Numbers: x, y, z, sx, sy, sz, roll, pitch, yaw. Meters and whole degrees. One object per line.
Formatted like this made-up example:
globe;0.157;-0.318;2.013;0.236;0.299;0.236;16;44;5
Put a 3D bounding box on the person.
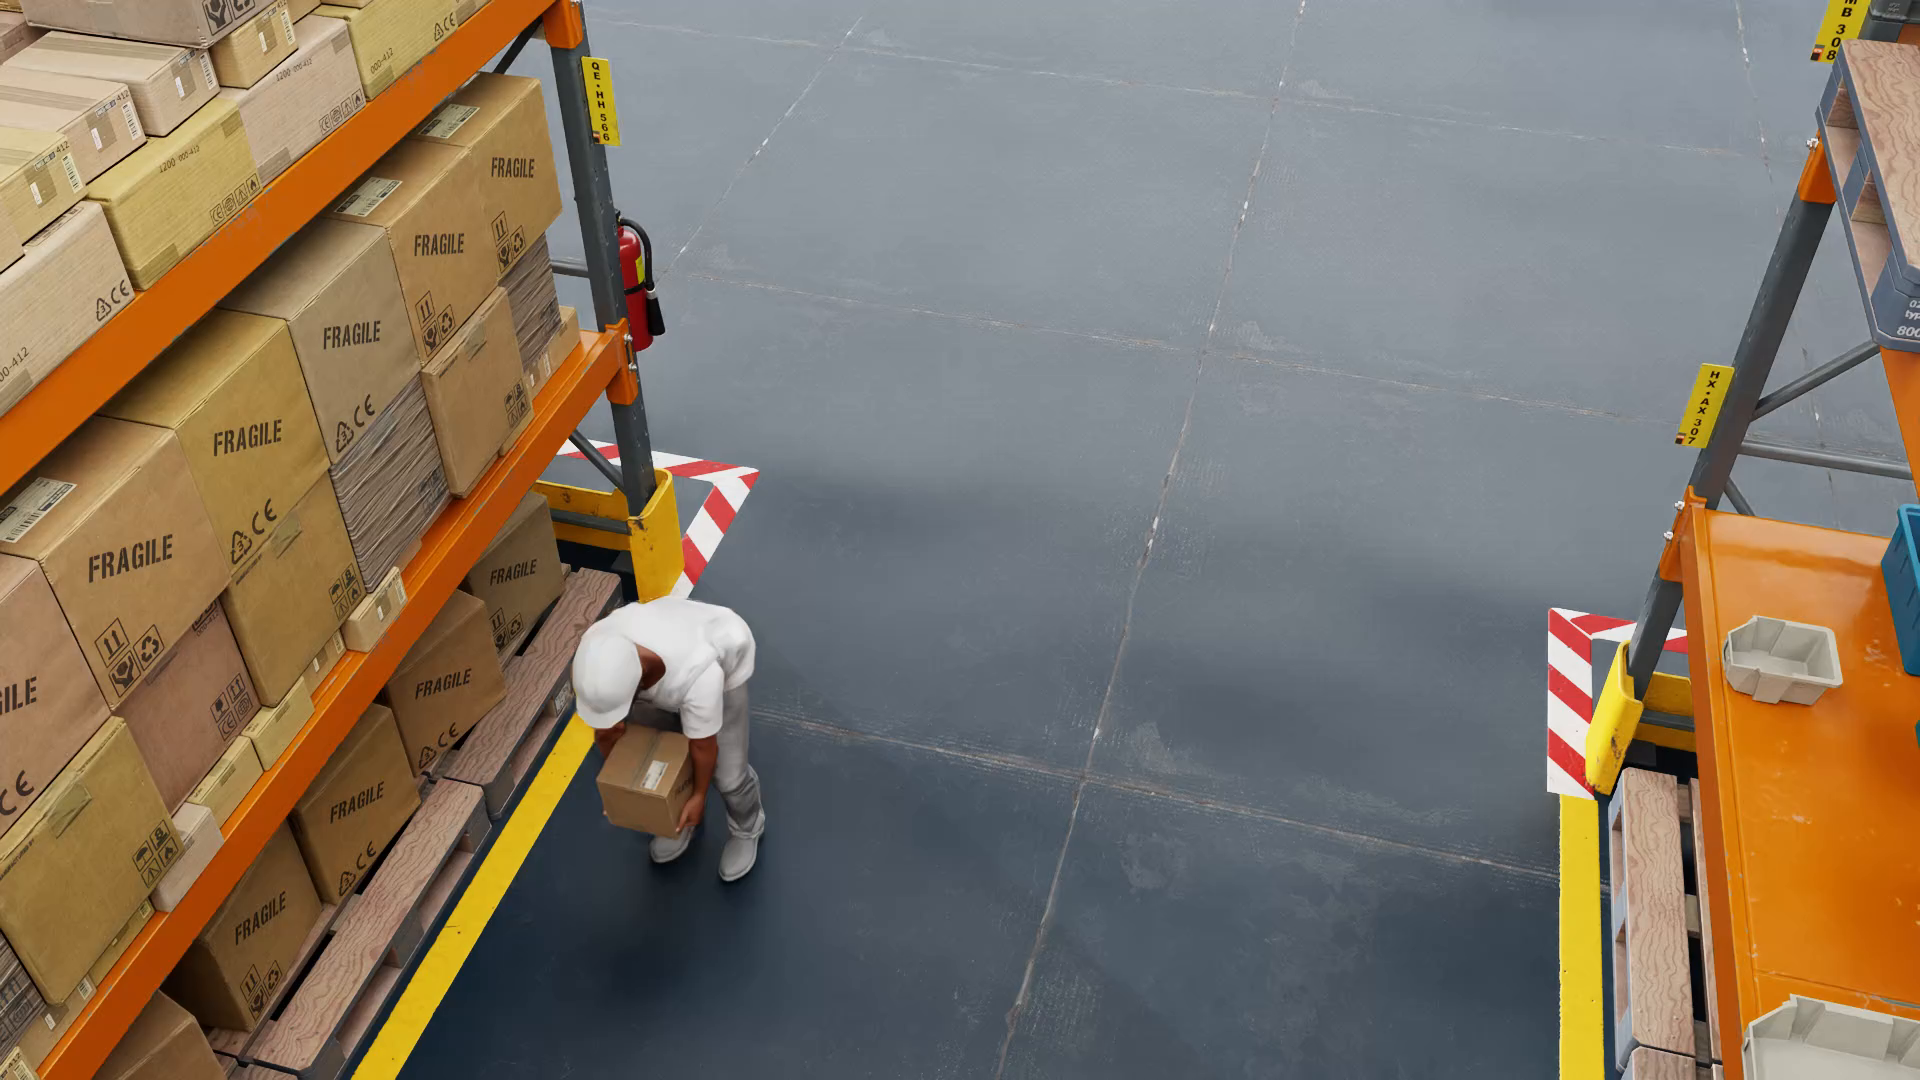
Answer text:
person;-0.966;0.674;5.568;0.475;1.490;0.842;11;42;13
